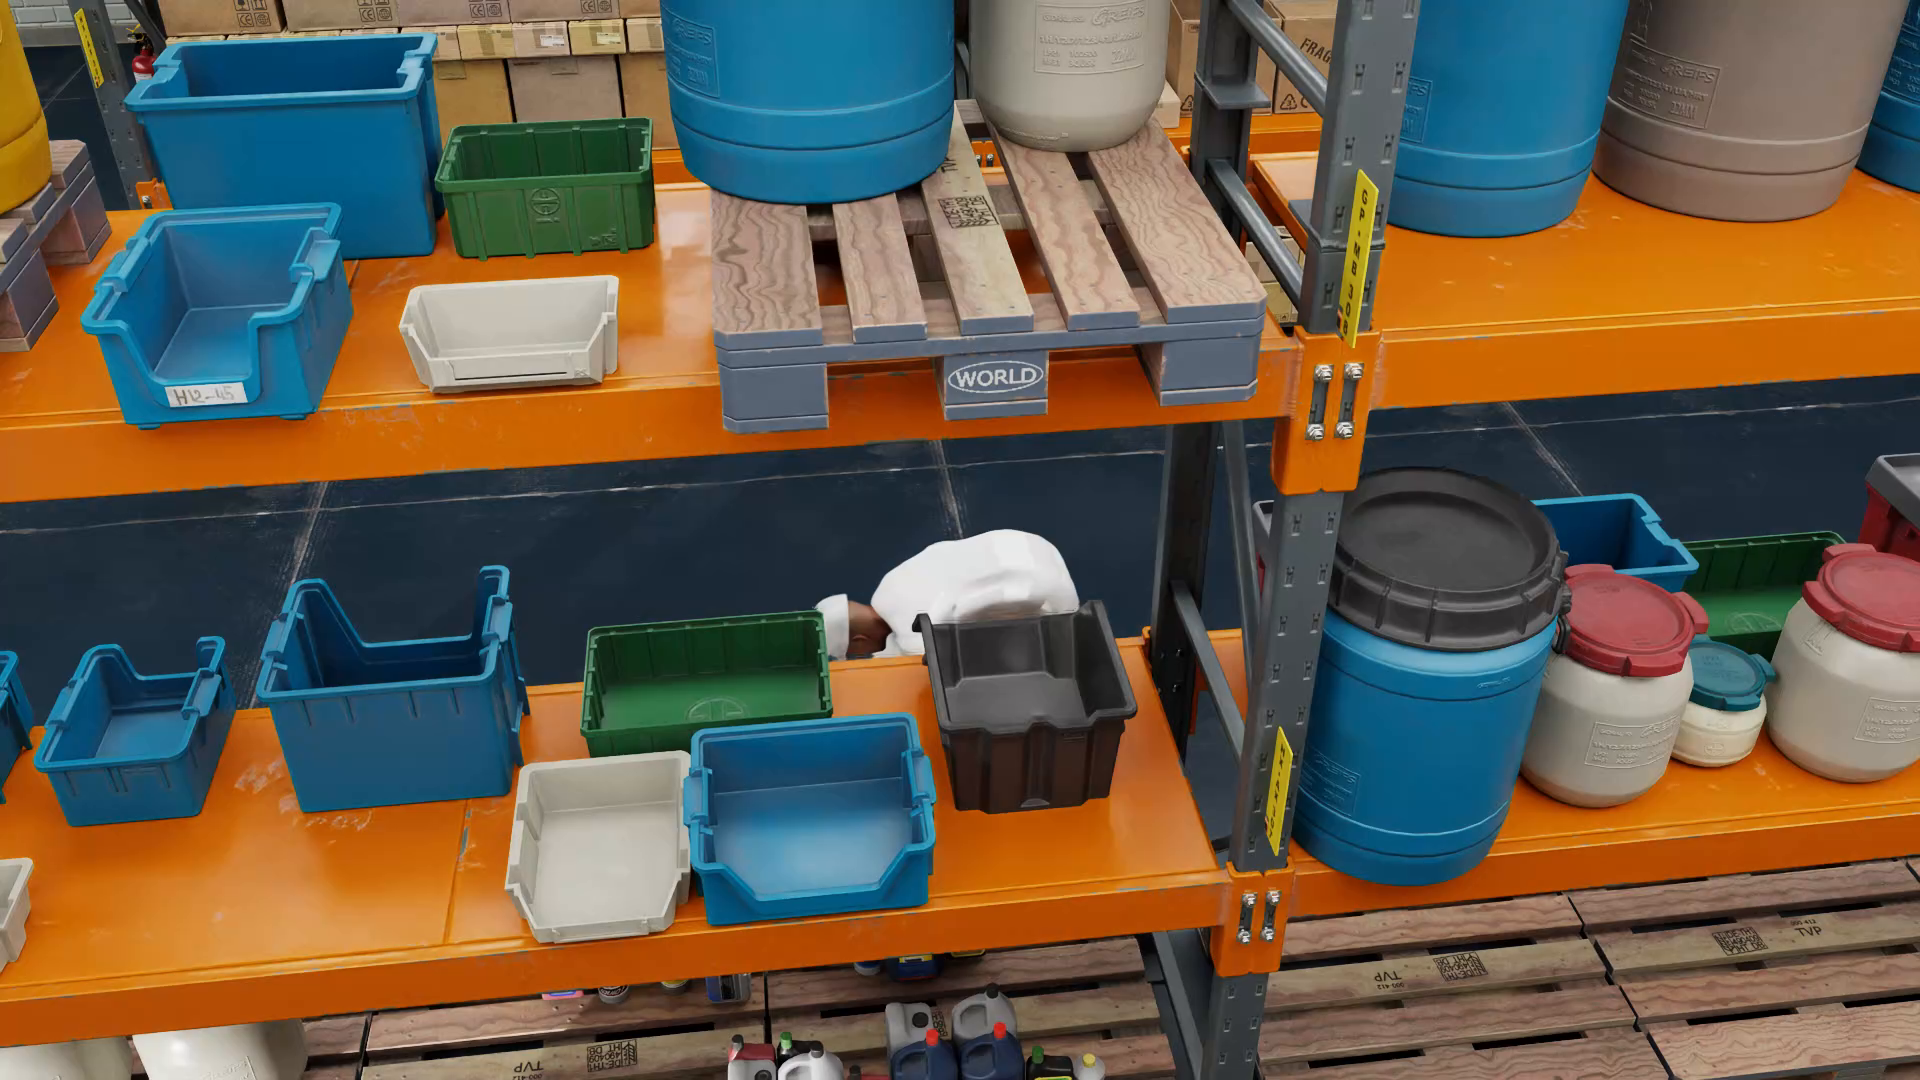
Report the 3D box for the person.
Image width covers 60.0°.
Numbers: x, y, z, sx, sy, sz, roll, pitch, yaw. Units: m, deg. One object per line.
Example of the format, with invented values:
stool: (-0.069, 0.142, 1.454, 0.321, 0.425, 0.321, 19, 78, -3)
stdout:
person: (-0.063, 0.444, 6.181, 0.973, 0.966, 0.502, -6, 35, -9)
